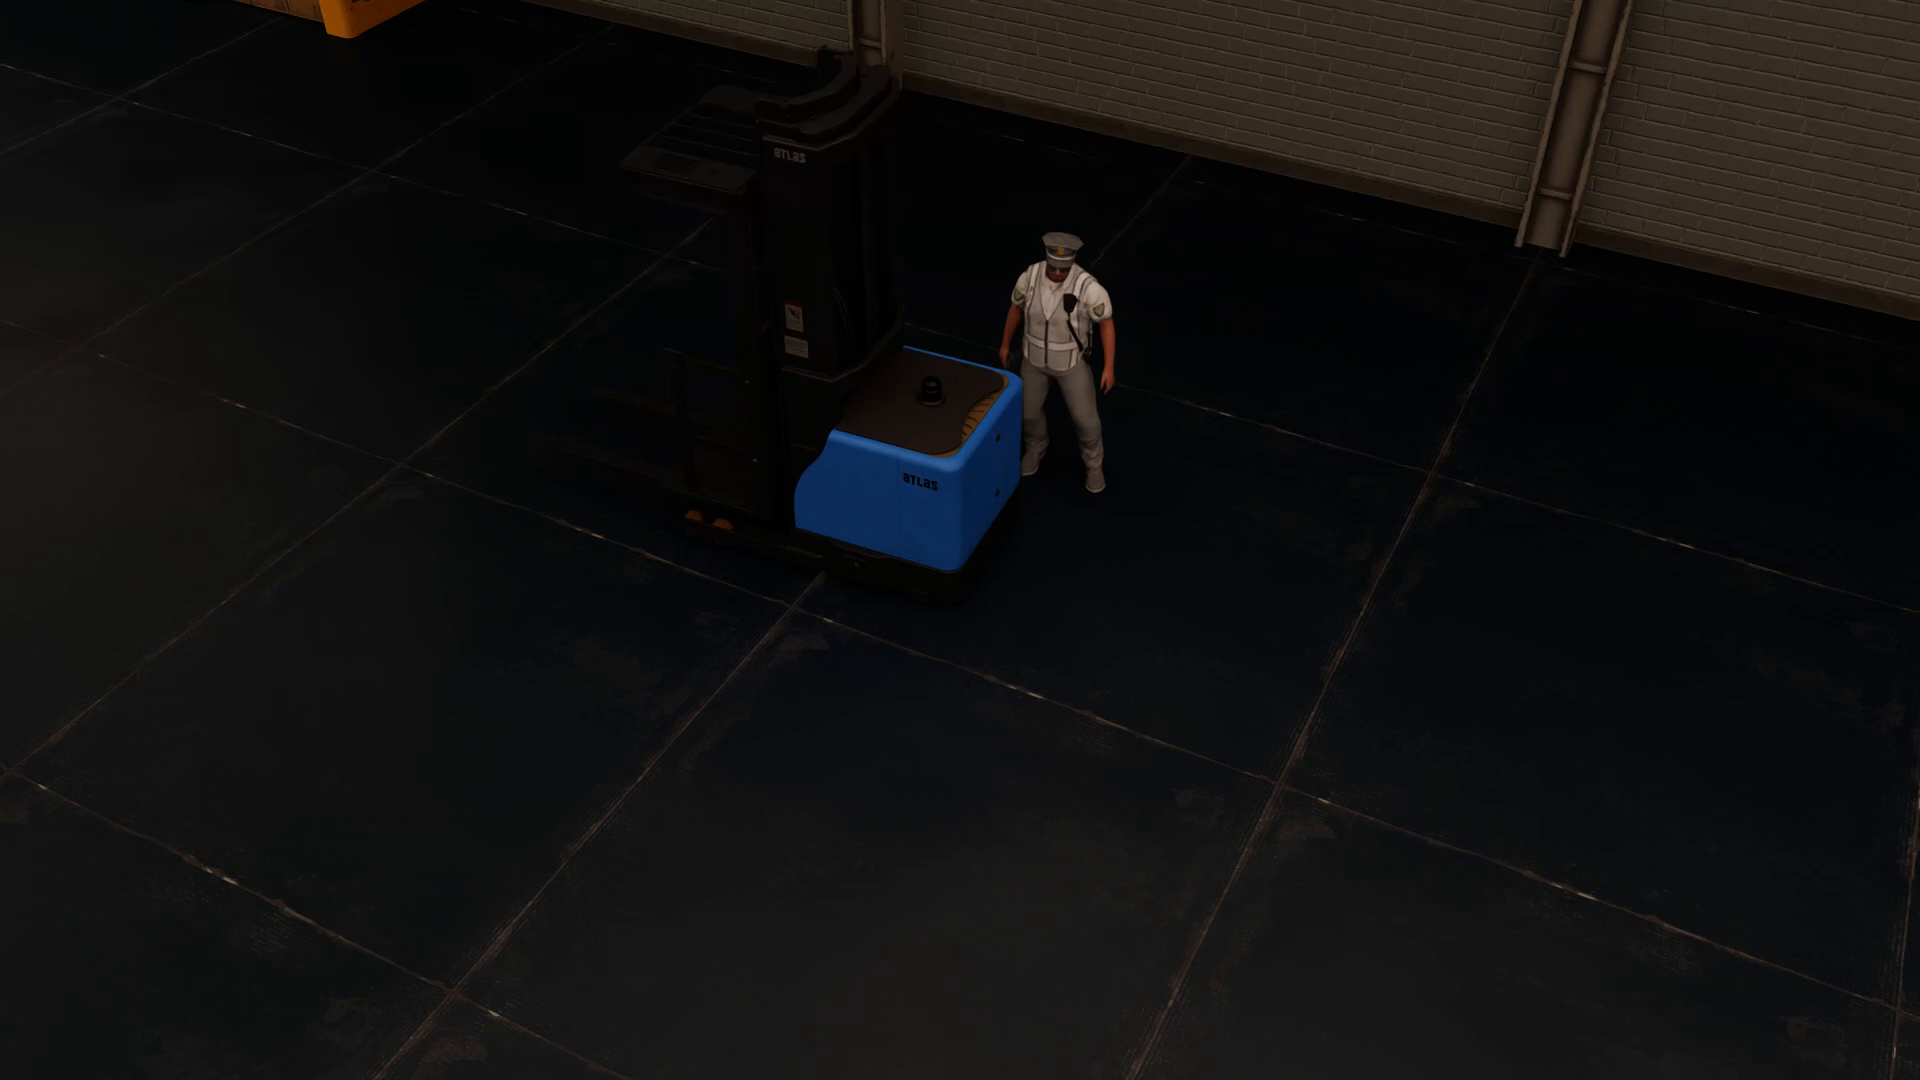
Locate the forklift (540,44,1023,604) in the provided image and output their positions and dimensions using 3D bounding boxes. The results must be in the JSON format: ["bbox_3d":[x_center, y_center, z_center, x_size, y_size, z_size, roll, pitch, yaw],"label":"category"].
[{"bbox_3d":[-1.181,-1.379,9.624,3.031,2.935,1.130,16,43,18],"label":"forklift"}]

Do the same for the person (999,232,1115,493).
[{"bbox_3d":[0.608,-1.136,10.271,0.773,1.726,0.381,14,42,16],"label":"person"}]
